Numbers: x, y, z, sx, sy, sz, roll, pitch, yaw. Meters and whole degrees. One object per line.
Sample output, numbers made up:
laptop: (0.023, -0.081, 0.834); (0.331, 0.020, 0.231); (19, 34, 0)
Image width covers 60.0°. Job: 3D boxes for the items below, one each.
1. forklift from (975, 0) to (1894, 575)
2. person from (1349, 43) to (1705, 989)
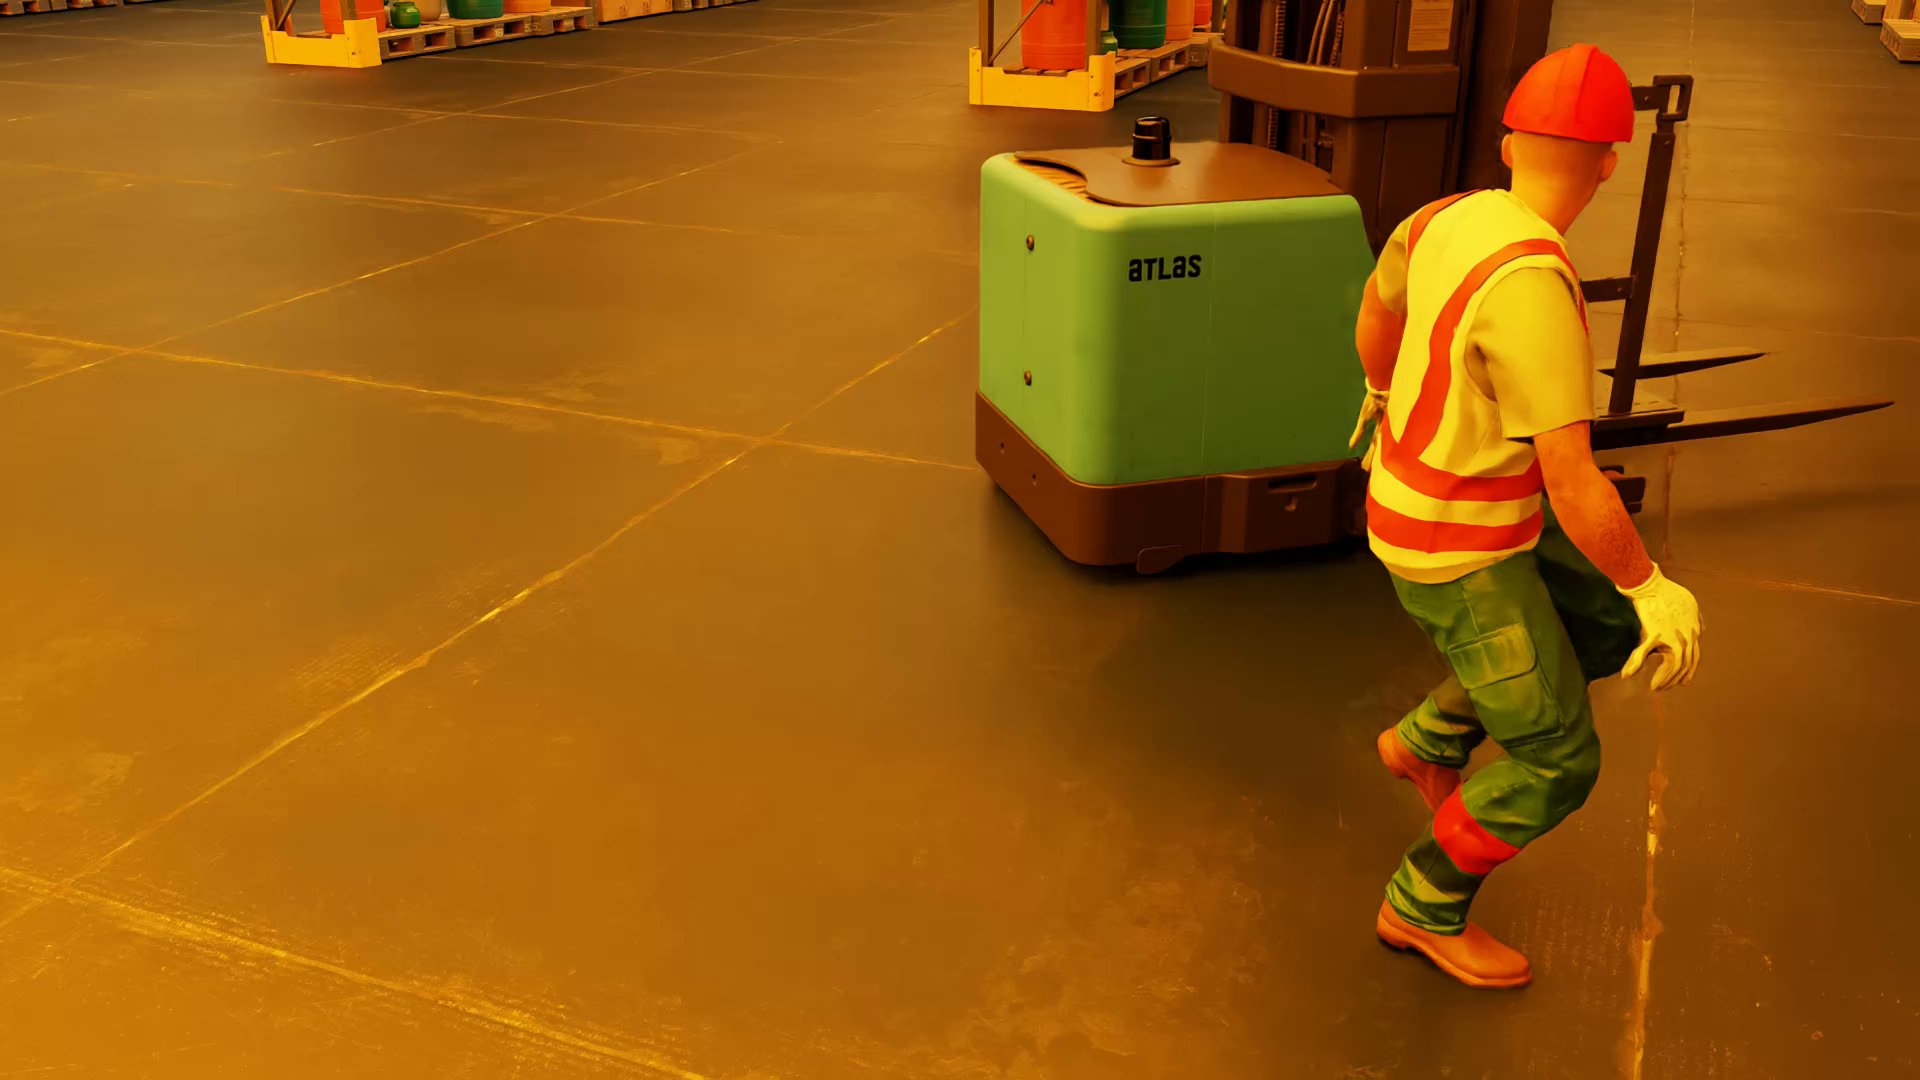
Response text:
forklift: (1.626, -1.566, 5.040); (3.031, 2.935, 1.130); (-7, 24, -16)
person: (0.994, -0.036, 3.023); (0.621, 1.676, 0.831); (6, 24, 15)
